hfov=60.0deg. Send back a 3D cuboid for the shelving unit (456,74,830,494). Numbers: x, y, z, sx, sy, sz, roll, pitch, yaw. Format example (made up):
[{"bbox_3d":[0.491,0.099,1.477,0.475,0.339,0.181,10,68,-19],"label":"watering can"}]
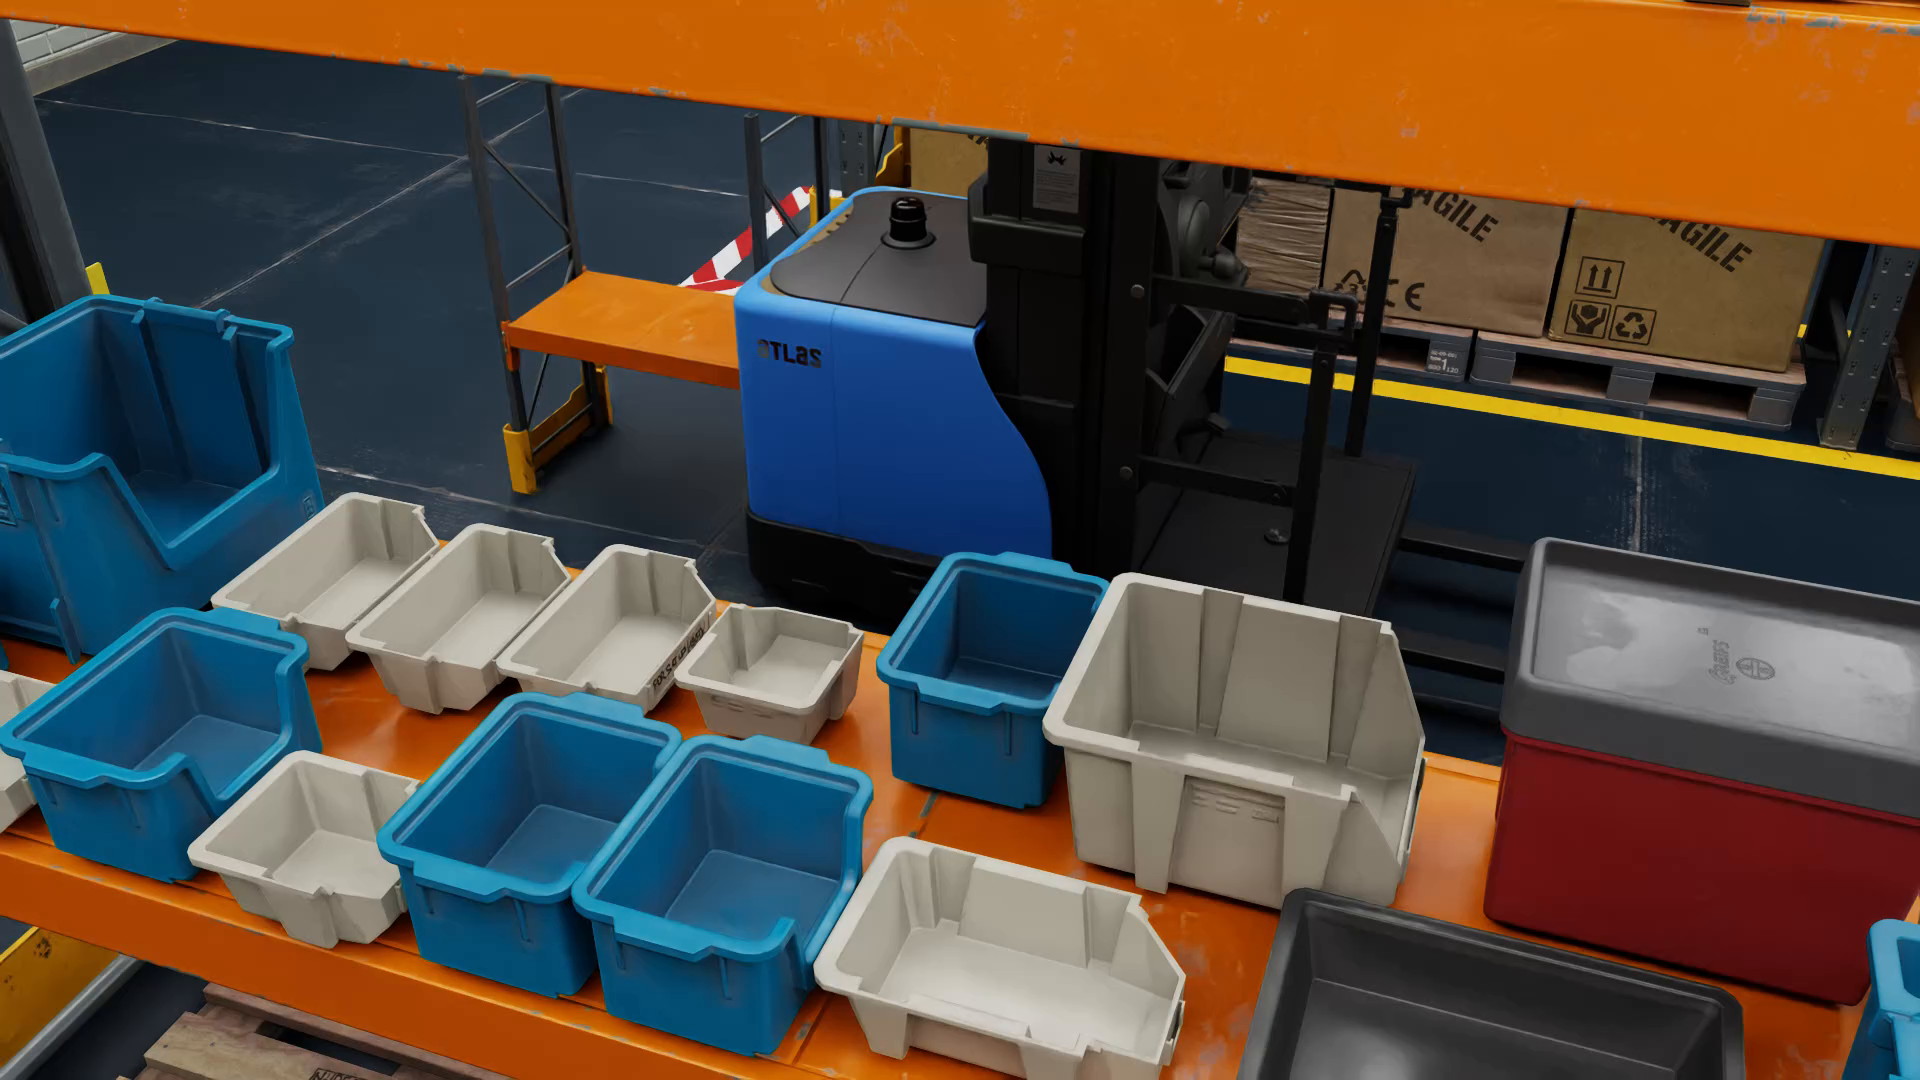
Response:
[{"bbox_3d":[-1.020,-0.851,5.686,1.083,1.500,0.587,12,35,18],"label":"shelving unit"}]

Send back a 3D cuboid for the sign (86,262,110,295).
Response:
[{"bbox_3d":[-1.787,-0.410,3.469,0.005,0.325,0.100,11,34,16],"label":"sign"}]

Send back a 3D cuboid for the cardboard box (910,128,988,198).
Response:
[{"bbox_3d":[0.343,-1.794,7.335,0.875,0.875,0.875,11,34,16],"label":"cardboard box"}]

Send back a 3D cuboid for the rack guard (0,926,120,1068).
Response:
[{"bbox_3d":[-1.984,0.995,3.748,0.348,0.500,1.175,11,34,16],"label":"rack guard"}]

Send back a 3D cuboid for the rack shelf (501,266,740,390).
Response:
[{"bbox_3d":[-1.012,-0.698,5.780,1.000,0.185,0.538,12,35,18],"label":"rack shelf"}]

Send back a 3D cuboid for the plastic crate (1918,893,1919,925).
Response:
[{"bbox_3d":[1.418,0.602,2.240,0.243,0.136,0.396,11,34,16],"label":"plastic crate"}]

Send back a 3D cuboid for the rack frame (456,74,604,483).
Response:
[{"bbox_3d":[-1.485,-0.950,5.838,0.032,1.500,0.500,12,35,18],"label":"rack frame"}]

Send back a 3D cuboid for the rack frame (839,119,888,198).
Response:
[{"bbox_3d":[-0.287,-2.586,6.990,0.127,3.000,1.000,11,34,16],"label":"rack frame"}]

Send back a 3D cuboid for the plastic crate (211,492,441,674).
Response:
[{"bbox_3d":[-1.129,0.085,3.040,0.243,0.136,0.396,11,34,16],"label":"plastic crate"}]

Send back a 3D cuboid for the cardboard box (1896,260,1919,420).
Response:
[{"bbox_3d":[4.088,-1.031,6.153,0.875,0.875,1.225,11,34,17],"label":"cardboard box"}]

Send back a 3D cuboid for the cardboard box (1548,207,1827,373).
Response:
[{"bbox_3d":[2.885,-1.300,6.569,0.875,0.875,0.875,11,34,16],"label":"cardboard box"}]

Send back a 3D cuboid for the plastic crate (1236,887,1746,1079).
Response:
[{"bbox_3d":[0.664,0.698,2.103,0.590,0.125,0.437,11,34,16],"label":"plastic crate"}]

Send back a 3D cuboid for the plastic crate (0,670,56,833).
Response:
[{"bbox_3d":[-1.562,0.343,2.642,0.298,0.136,0.250,11,34,16],"label":"plastic crate"}]

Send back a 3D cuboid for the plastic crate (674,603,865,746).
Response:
[{"bbox_3d":[-0.305,0.229,2.818,0.250,0.136,0.298,11,34,16],"label":"plastic crate"}]

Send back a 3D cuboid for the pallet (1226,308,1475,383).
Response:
[{"bbox_3d":[1.637,-1.084,7.235,1.213,0.211,1.003,11,34,16],"label":"pallet"}]

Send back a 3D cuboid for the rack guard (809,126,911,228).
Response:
[{"bbox_3d":[-0.309,-1.541,7.675,0.348,0.500,1.175,11,34,16],"label":"rack guard"}]

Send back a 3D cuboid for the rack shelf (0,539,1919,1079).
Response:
[{"bbox_3d":[-0.075,0.611,2.701,4.000,0.370,1.077,11,34,16],"label":"rack shelf"}]

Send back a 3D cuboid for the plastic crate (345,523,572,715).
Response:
[{"bbox_3d":[-0.861,0.146,2.947,0.243,0.136,0.396,11,34,16],"label":"plastic crate"}]

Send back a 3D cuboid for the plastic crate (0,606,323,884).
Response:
[{"bbox_3d":[-1.216,0.322,2.585,0.300,0.233,0.416,11,34,16],"label":"plastic crate"}]

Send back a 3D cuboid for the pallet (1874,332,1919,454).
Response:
[{"bbox_3d":[4.231,-0.580,6.454,1.213,0.211,1.003,11,34,16],"label":"pallet"}]

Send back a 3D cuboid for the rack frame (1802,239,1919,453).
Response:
[{"bbox_3d":[3.479,-1.854,5.857,0.127,3.000,1.000,11,34,16],"label":"rack frame"}]

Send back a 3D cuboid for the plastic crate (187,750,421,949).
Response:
[{"bbox_3d":[-0.924,0.467,2.449,0.298,0.136,0.250,11,34,16],"label":"plastic crate"}]

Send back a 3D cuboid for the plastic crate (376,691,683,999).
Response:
[{"bbox_3d":[-0.597,0.442,2.399,0.300,0.233,0.416,11,34,16],"label":"plastic crate"}]

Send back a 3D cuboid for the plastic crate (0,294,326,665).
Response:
[{"bbox_3d":[-1.579,-0.131,3.100,0.499,0.435,0.616,11,34,16],"label":"plastic crate"}]

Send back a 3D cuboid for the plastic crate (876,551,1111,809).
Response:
[{"bbox_3d":[0.062,0.233,2.723,0.300,0.233,0.416,11,34,16],"label":"plastic crate"}]

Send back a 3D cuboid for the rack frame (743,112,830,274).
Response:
[{"bbox_3d":[-0.538,-0.749,5.527,0.032,1.500,0.500,12,35,18],"label":"rack frame"}]

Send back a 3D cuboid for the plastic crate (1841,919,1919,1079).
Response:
[{"bbox_3d":[1.253,0.745,1.790,0.575,0.384,0.392,11,34,16],"label":"plastic crate"}]

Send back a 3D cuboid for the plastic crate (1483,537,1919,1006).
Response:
[{"bbox_3d":[1.052,0.331,2.357,0.583,0.464,0.402,11,34,16],"label":"plastic crate"}]

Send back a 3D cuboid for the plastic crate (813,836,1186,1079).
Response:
[{"bbox_3d":[0.067,0.595,2.251,0.466,0.136,0.293,11,34,16],"label":"plastic crate"}]

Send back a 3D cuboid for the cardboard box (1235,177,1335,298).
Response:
[{"bbox_3d":[1.200,-1.627,7.077,0.875,0.875,0.875,11,34,16],"label":"cardboard box"}]

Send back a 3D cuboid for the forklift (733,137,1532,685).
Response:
[{"bbox_3d":[0.879,-1.015,4.619,3.031,2.935,1.130,12,35,18],"label":"forklift"}]

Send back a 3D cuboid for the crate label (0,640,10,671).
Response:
[{"bbox_3d":[-1.836,0.201,2.772,0.303,0.233,0.416,11,34,16],"label":"crate label"}]

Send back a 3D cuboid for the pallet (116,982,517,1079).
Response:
[{"bbox_3d":[-1.194,1.285,3.565,1.213,0.211,1.003,11,34,16],"label":"pallet"}]

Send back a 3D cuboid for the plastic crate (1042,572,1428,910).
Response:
[{"bbox_3d":[0.433,0.326,2.534,0.530,0.282,0.437,11,34,16],"label":"plastic crate"}]

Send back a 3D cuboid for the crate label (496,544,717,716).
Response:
[{"bbox_3d":[-0.590,0.184,2.887,0.243,0.136,0.396,11,34,16],"label":"crate label"}]

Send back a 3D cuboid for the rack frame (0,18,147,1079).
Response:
[{"bbox_3d":[-1.957,-0.057,3.073,0.127,3.000,1.000,11,34,16],"label":"rack frame"}]

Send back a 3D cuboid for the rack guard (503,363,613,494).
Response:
[{"bbox_3d":[-1.484,-0.424,6.177,0.087,0.250,0.587,12,35,18],"label":"rack guard"}]

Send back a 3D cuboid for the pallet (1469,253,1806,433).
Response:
[{"bbox_3d":[2.790,-0.862,6.890,1.213,0.211,1.003,11,34,16],"label":"pallet"}]

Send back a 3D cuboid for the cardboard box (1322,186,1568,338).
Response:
[{"bbox_3d":[2.037,-1.464,6.824,0.875,0.875,0.875,11,34,16],"label":"cardboard box"}]

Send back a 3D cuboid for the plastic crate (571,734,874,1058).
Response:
[{"bbox_3d":[-0.314,0.497,2.314,0.300,0.233,0.416,11,34,16],"label":"plastic crate"}]
